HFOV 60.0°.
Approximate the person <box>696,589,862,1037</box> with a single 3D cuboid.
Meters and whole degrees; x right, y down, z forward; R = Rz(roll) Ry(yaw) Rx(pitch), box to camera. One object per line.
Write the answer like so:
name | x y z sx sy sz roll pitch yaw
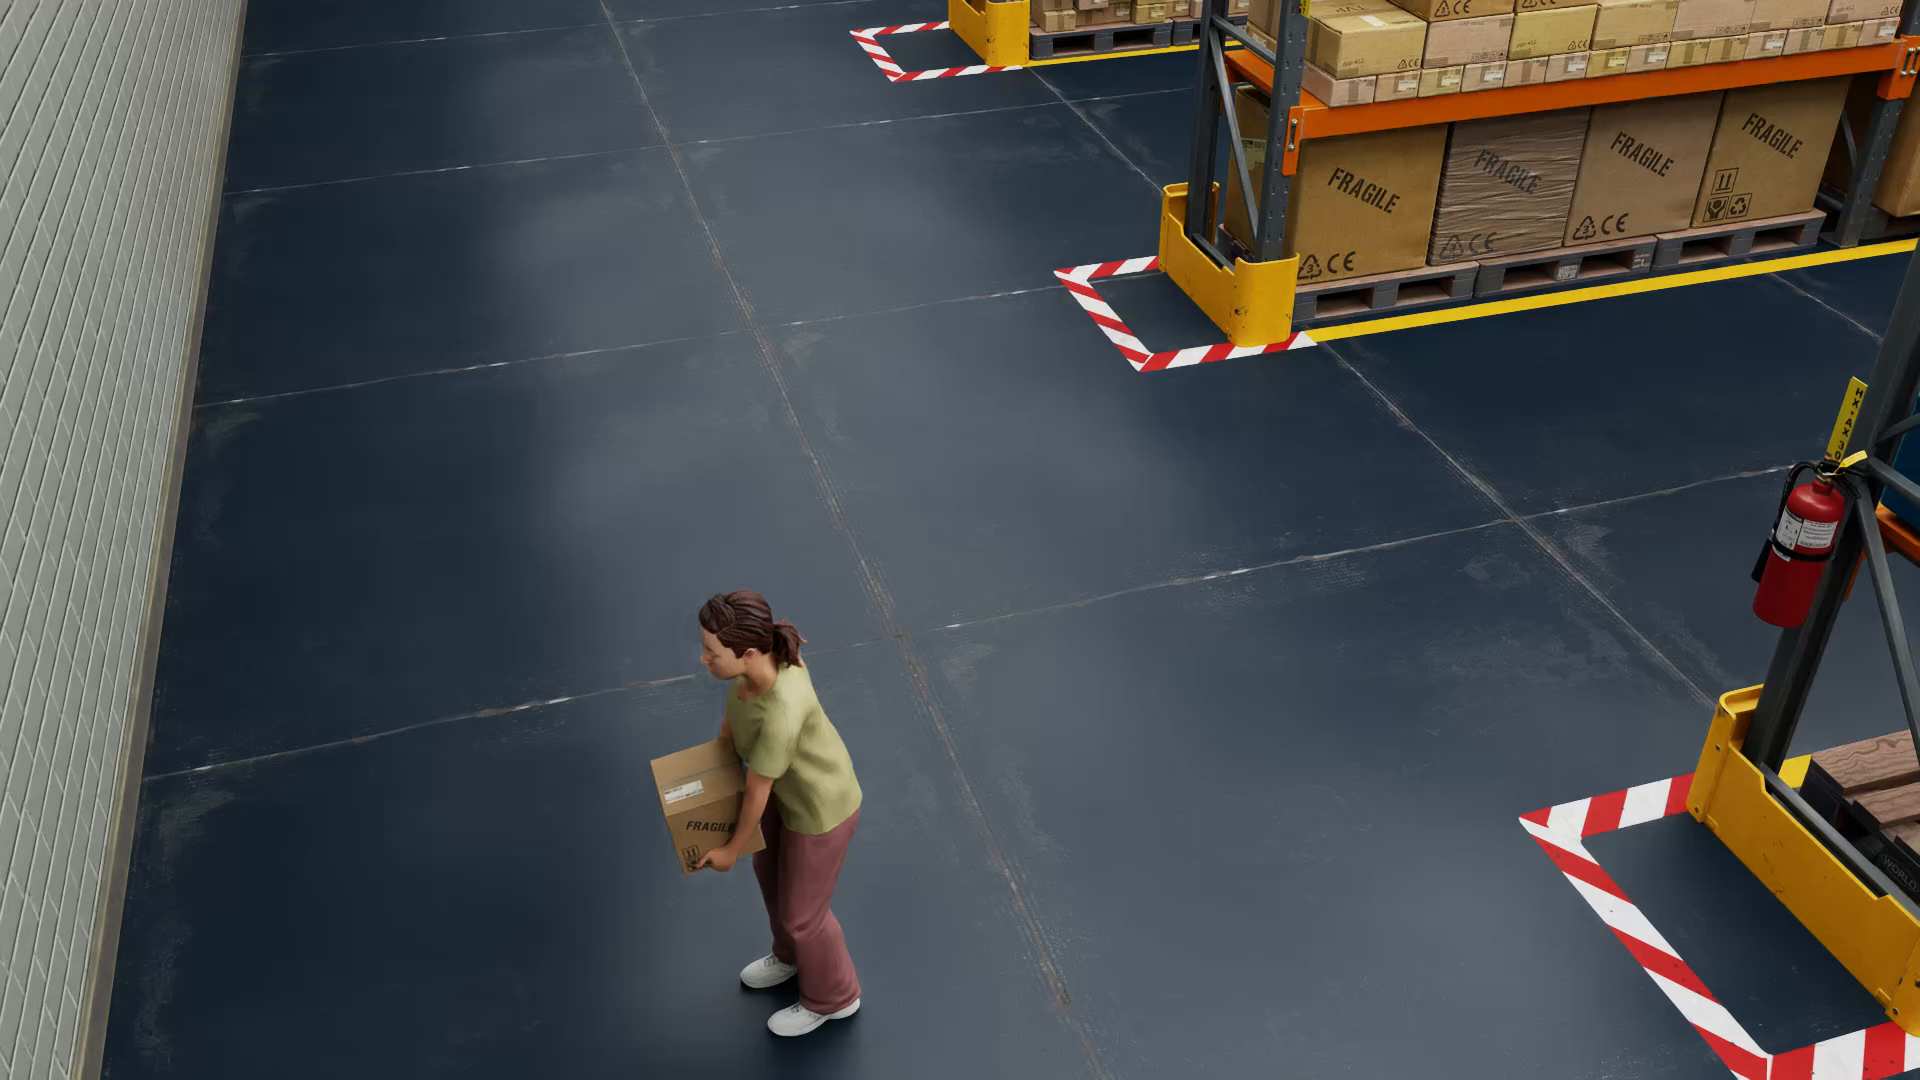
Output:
person | -0.557 0.817 4.967 0.522 1.644 0.408 -11 35 -15
